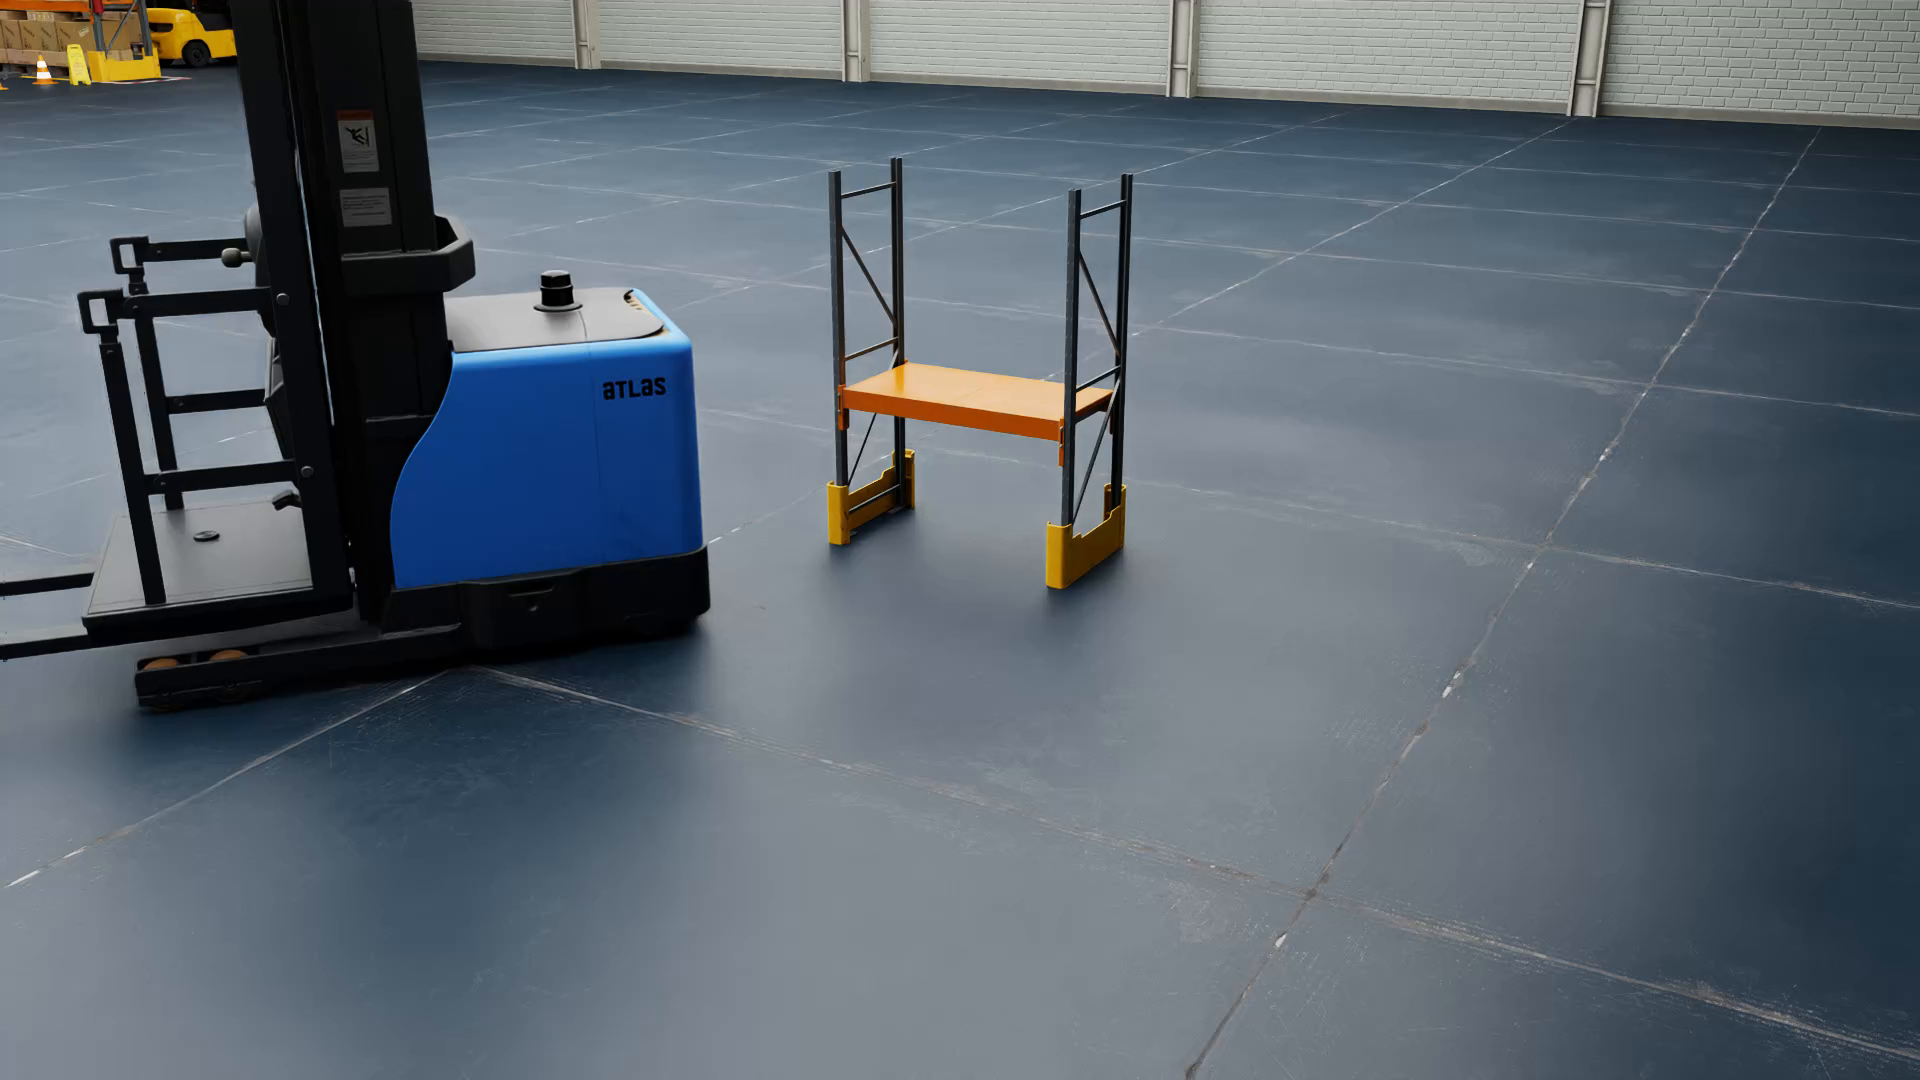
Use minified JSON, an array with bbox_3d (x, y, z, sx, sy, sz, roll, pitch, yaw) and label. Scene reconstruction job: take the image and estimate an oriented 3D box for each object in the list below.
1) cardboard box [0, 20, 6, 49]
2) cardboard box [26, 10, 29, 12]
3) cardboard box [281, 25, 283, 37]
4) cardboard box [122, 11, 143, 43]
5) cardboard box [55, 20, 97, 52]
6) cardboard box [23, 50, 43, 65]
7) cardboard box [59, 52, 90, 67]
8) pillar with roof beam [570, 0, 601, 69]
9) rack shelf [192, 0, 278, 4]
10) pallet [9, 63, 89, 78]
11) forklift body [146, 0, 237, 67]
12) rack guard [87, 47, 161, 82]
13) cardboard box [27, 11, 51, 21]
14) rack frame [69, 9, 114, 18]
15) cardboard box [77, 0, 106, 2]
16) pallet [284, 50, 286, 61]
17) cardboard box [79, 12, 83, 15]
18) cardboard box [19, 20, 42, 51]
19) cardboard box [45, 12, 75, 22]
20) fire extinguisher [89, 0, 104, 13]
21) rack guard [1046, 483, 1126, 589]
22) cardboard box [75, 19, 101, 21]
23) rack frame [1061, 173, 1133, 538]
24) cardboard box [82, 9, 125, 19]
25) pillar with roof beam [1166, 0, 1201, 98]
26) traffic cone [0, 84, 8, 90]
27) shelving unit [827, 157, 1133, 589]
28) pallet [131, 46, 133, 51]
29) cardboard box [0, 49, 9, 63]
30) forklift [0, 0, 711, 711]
[{"bbox_3d":[-17.145,-9.122,29.931,0.500,0.500,0.500,12,23,29],"label":"cardboard box"},{"bbox_3d":[-20.775,-11.835,37.192,0.250,0.149,0.380,10,22,25],"label":"cardboard box"},{"bbox_3d":[-13.563,-10.236,33.368,0.500,0.250,0.500,10,22,26],"label":"cardboard box"},{"bbox_3d":[-17.376,-11.027,35.733,0.625,0.625,0.875,10,22,25],"label":"cardboard box"},{"bbox_3d":[-15.336,-8.777,28.978,0.500,0.500,0.500,11,23,28],"label":"cardboard box"},{"bbox_3d":[-16.254,-8.597,29.582,0.500,0.250,0.500,10,22,25],"label":"cardboard box"},{"bbox_3d":[-15.367,-8.427,29.114,0.500,0.250,0.500,11,23,27],"label":"cardboard box"},{"bbox_3d":[-9.122,-11.867,26.383,0.400,9.000,9.100,11,23,27],"label":"pillar with roof beam"},{"bbox_3d":[-13.838,-10.936,33.671,4.000,0.370,1.077,11,23,27],"label":"rack shelf"},{"bbox_3d":[-16.329,-8.514,30.028,1.213,0.211,1.003,11,23,27],"label":"pallet"},{"bbox_3d":[-14.637,-10.315,32.148,1.214,2.155,2.313,11,23,27],"label":"forklift body"},{"bbox_3d":[-14.576,-8.301,29.017,0.348,0.500,1.175,11,23,27],"label":"rack guard"},{"bbox_3d":[-16.136,-9.210,29.221,0.250,0.149,0.380,12,23,30],"label":"cardboard box"},{"bbox_3d":[-19.076,-12.272,36.299,0.127,3.000,1.000,11,23,27],"label":"rack frame"},{"bbox_3d":[-14.940,-9.344,28.594,0.250,0.149,0.380,12,23,29],"label":"cardboard box"},{"bbox_3d":[-12.780,-9.746,33.423,1.213,0.211,1.003,11,23,27],"label":"pallet"},{"bbox_3d":[-19.379,-11.779,37.038,0.250,0.149,0.380,12,23,30],"label":"cardboard box"},{"bbox_3d":[-16.230,-8.948,29.452,0.500,0.500,0.500,10,22,26],"label":"cardboard box"},{"bbox_3d":[-15.689,-9.123,28.981,0.250,0.149,0.380,12,23,29],"label":"cardboard box"},{"bbox_3d":[-14.634,-9.271,28.138,0.183,0.674,0.296,11,23,27],"label":"fire extinguisher"},{"bbox_3d":[0.501,-0.022,6.559,0.087,0.250,0.587,11,23,27],"label":"rack guard"},{"bbox_3d":[-15.558,-9.027,29.668,0.500,0.500,0.500,10,22,25],"label":"cardboard box"},{"bbox_3d":[0.518,-0.606,6.337,0.032,1.500,0.500,11,23,27],"label":"rack frame"},{"bbox_3d":[-18.538,-11.246,36.335,0.625,0.625,0.875,12,23,29],"label":"cardboard box"},{"bbox_3d":[1.355,-9.871,20.882,0.400,9.000,9.100,11,23,27],"label":"pillar with roof beam"},{"bbox_3d":[-15.758,-7.572,27.060,0.334,0.463,0.336,11,23,27],"label":"traffic cone"},{"bbox_3d":[0.067,-0.692,6.574,1.083,1.500,0.587,11,23,27],"label":"shelving unit"},{"bbox_3d":[-18.376,-10.813,36.365,1.213,0.211,1.003,11,23,27],"label":"pallet"},{"bbox_3d":[-17.147,-8.770,30.059,0.500,0.250,0.500,12,23,30],"label":"cardboard box"},{"bbox_3d":[-2.470,-1.030,5.407,3.031,2.935,1.130,-7,21,-19],"label":"forklift"}]
